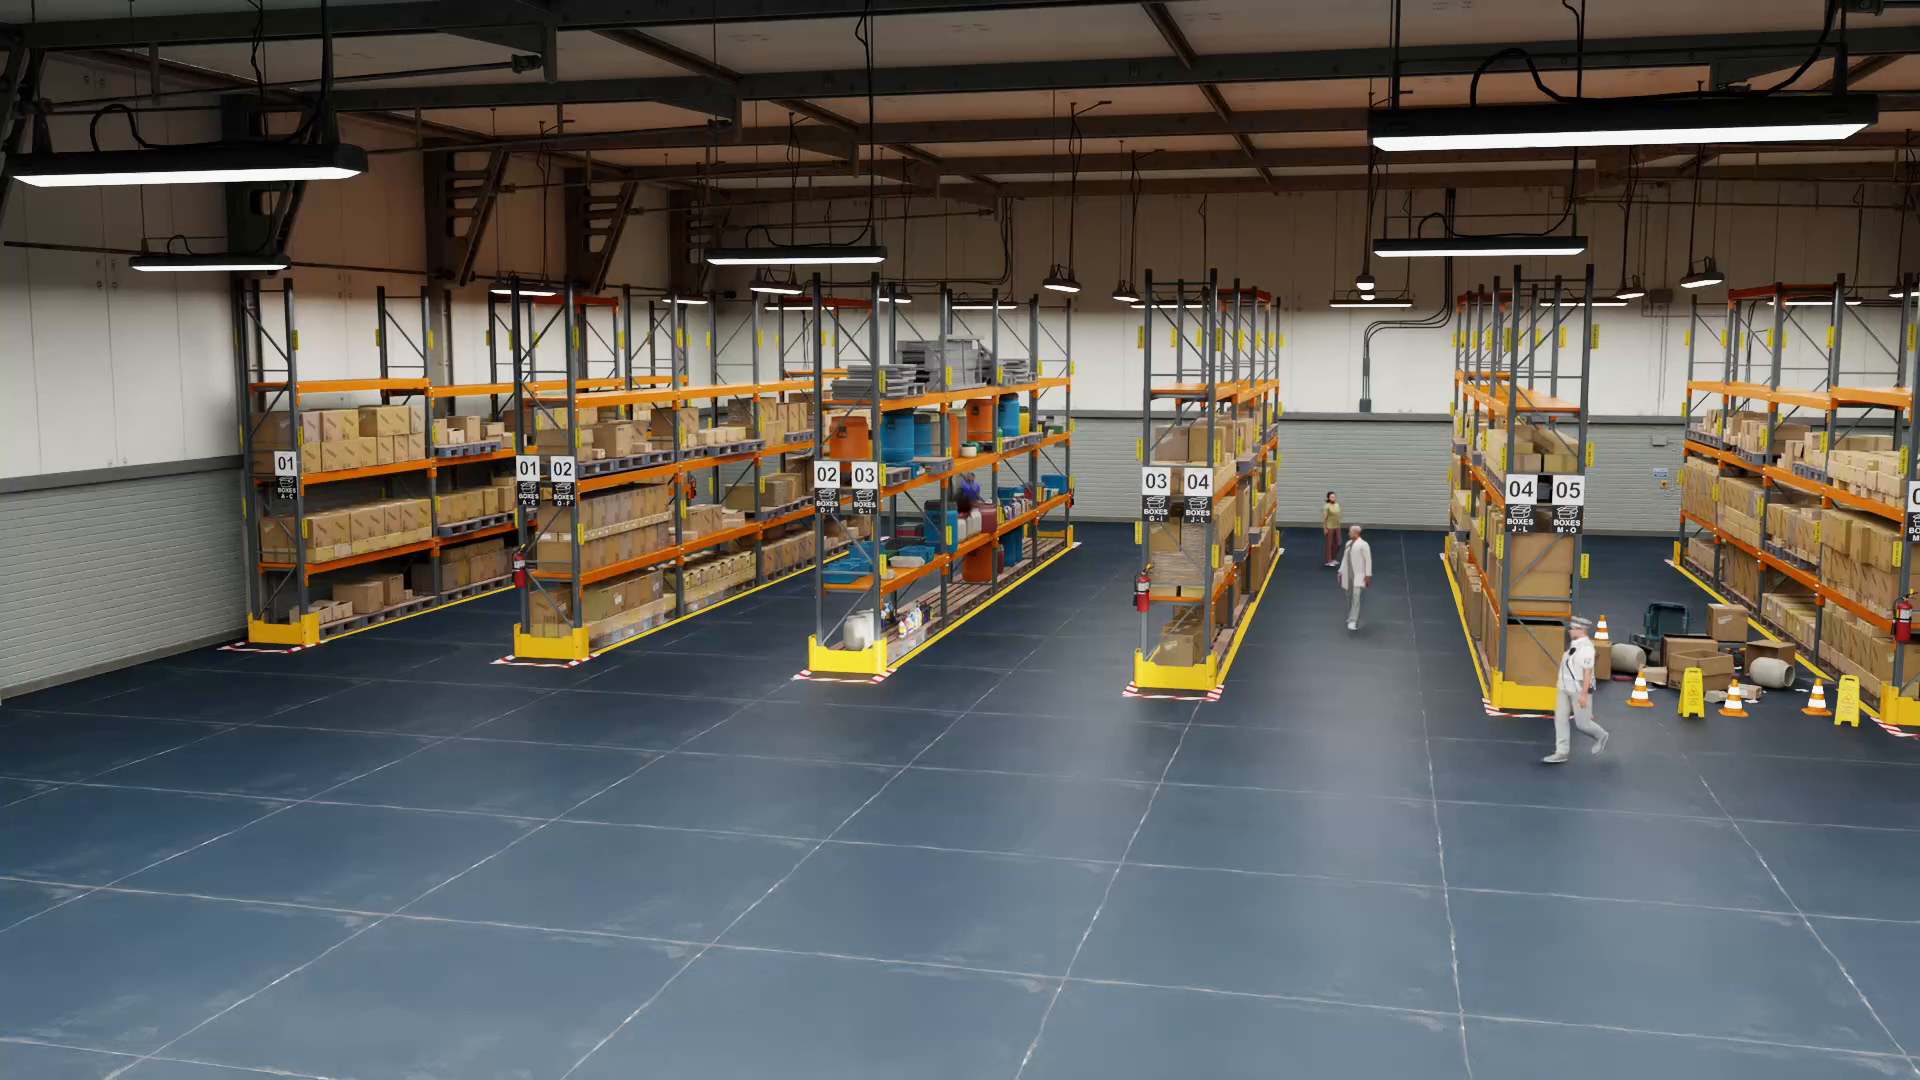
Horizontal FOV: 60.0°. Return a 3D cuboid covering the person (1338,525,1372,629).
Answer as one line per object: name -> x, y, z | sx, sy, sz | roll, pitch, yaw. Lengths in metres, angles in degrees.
person -> 6.937, 0.627, 29.262 | 0.639, 1.765, 0.948 | 5, 8, 36

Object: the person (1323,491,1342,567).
person -> 8.270, -0.251, 36.975 | 0.489, 1.677, 0.432 | -3, 8, -25

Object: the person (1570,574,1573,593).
person -> 12.054, 0.278, 32.904 | 0.398, 1.608, 0.503 | 6, 9, 39

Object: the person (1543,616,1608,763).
person -> 7.329, 1.771, 19.722 | 0.738, 1.742, 0.512 | -5, 8, -35

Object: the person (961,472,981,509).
person -> 0.320, -0.901, 42.414 | 0.506, 1.658, 0.429 | -6, 9, -39
